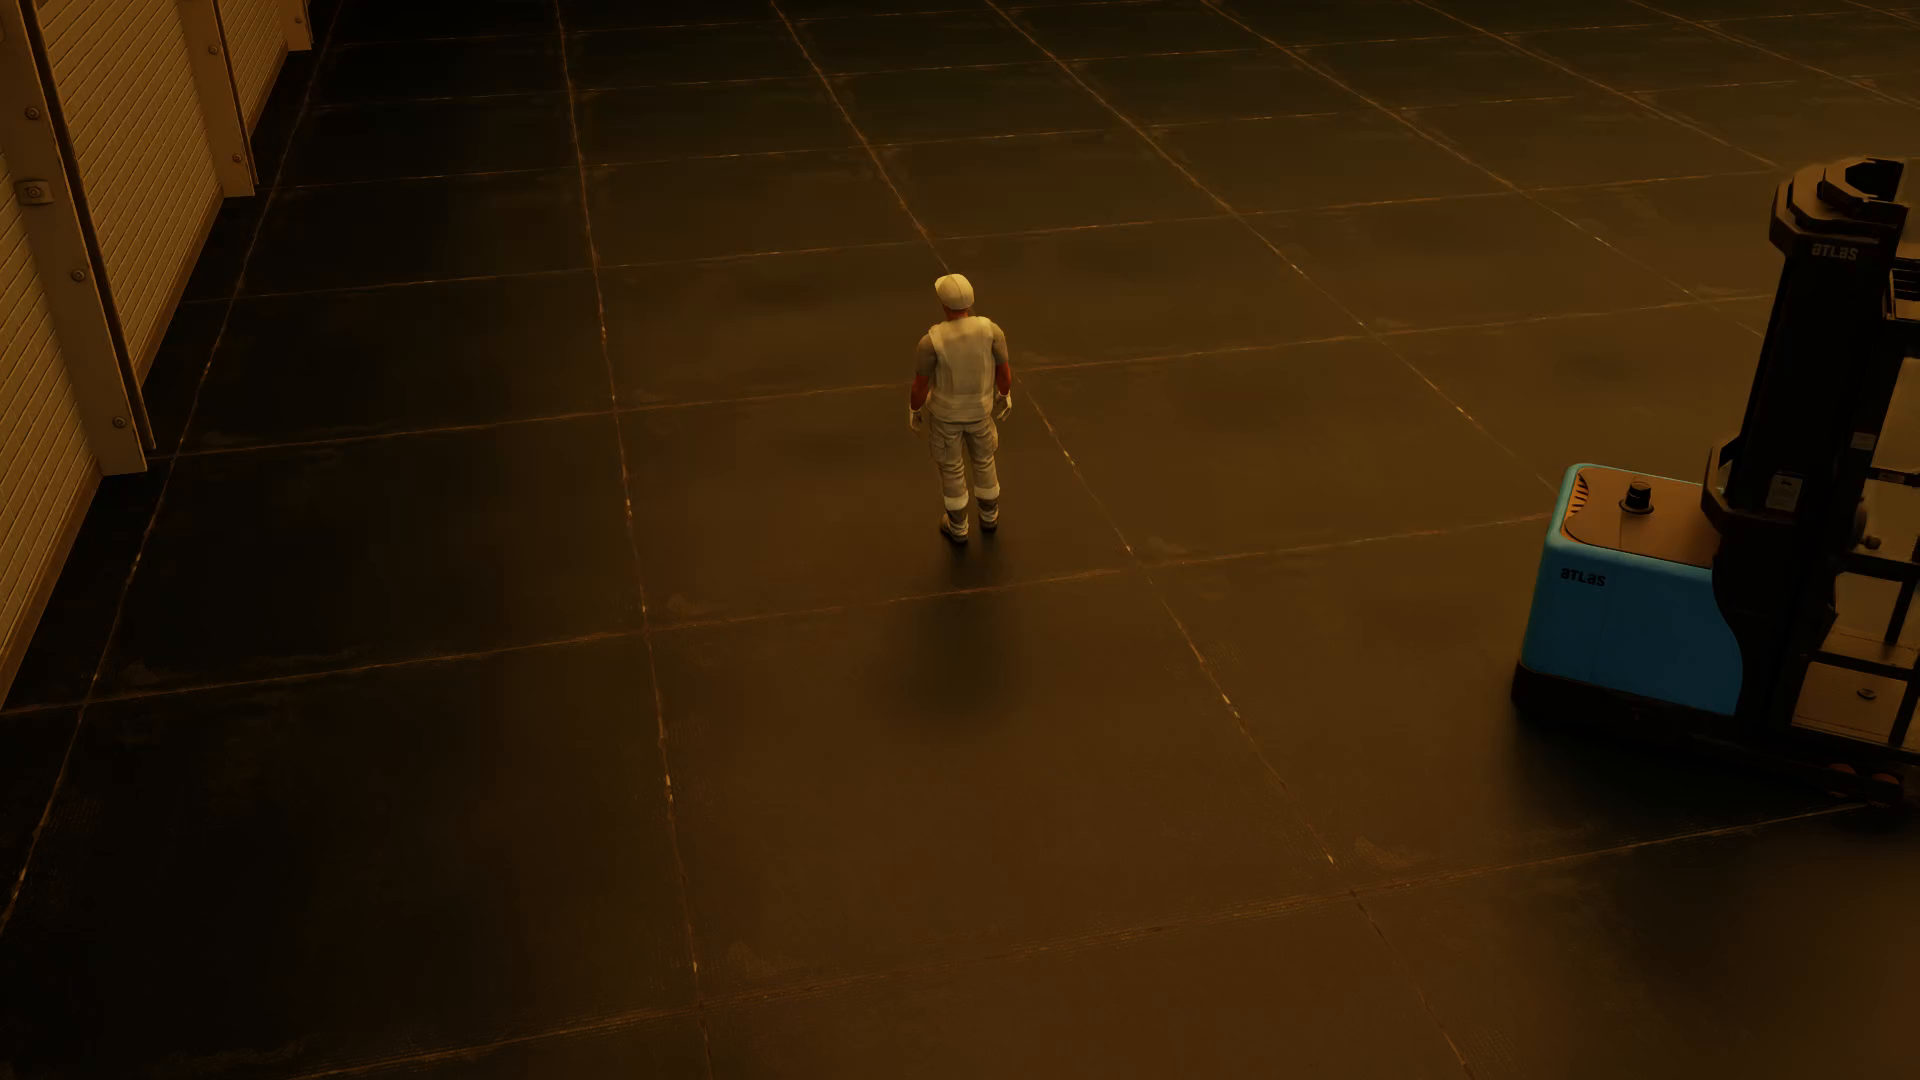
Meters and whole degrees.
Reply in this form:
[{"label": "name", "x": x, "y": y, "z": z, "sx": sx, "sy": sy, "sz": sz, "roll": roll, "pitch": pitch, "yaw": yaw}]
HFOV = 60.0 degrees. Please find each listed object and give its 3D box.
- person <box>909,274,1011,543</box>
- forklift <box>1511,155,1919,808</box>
[{"label": "person", "x": -0.007, "y": -0.821, "z": 10.119, "sx": 0.637, "sy": 1.790, "sz": 0.562, "roll": -7, "pitch": 31, "yaw": -12}, {"label": "forklift", "x": 4.508, "y": -0.251, "z": 8.008, "sx": 3.031, "sy": 2.935, "sz": 1.130, "roll": 13, "pitch": 32, "yaw": 21}]
